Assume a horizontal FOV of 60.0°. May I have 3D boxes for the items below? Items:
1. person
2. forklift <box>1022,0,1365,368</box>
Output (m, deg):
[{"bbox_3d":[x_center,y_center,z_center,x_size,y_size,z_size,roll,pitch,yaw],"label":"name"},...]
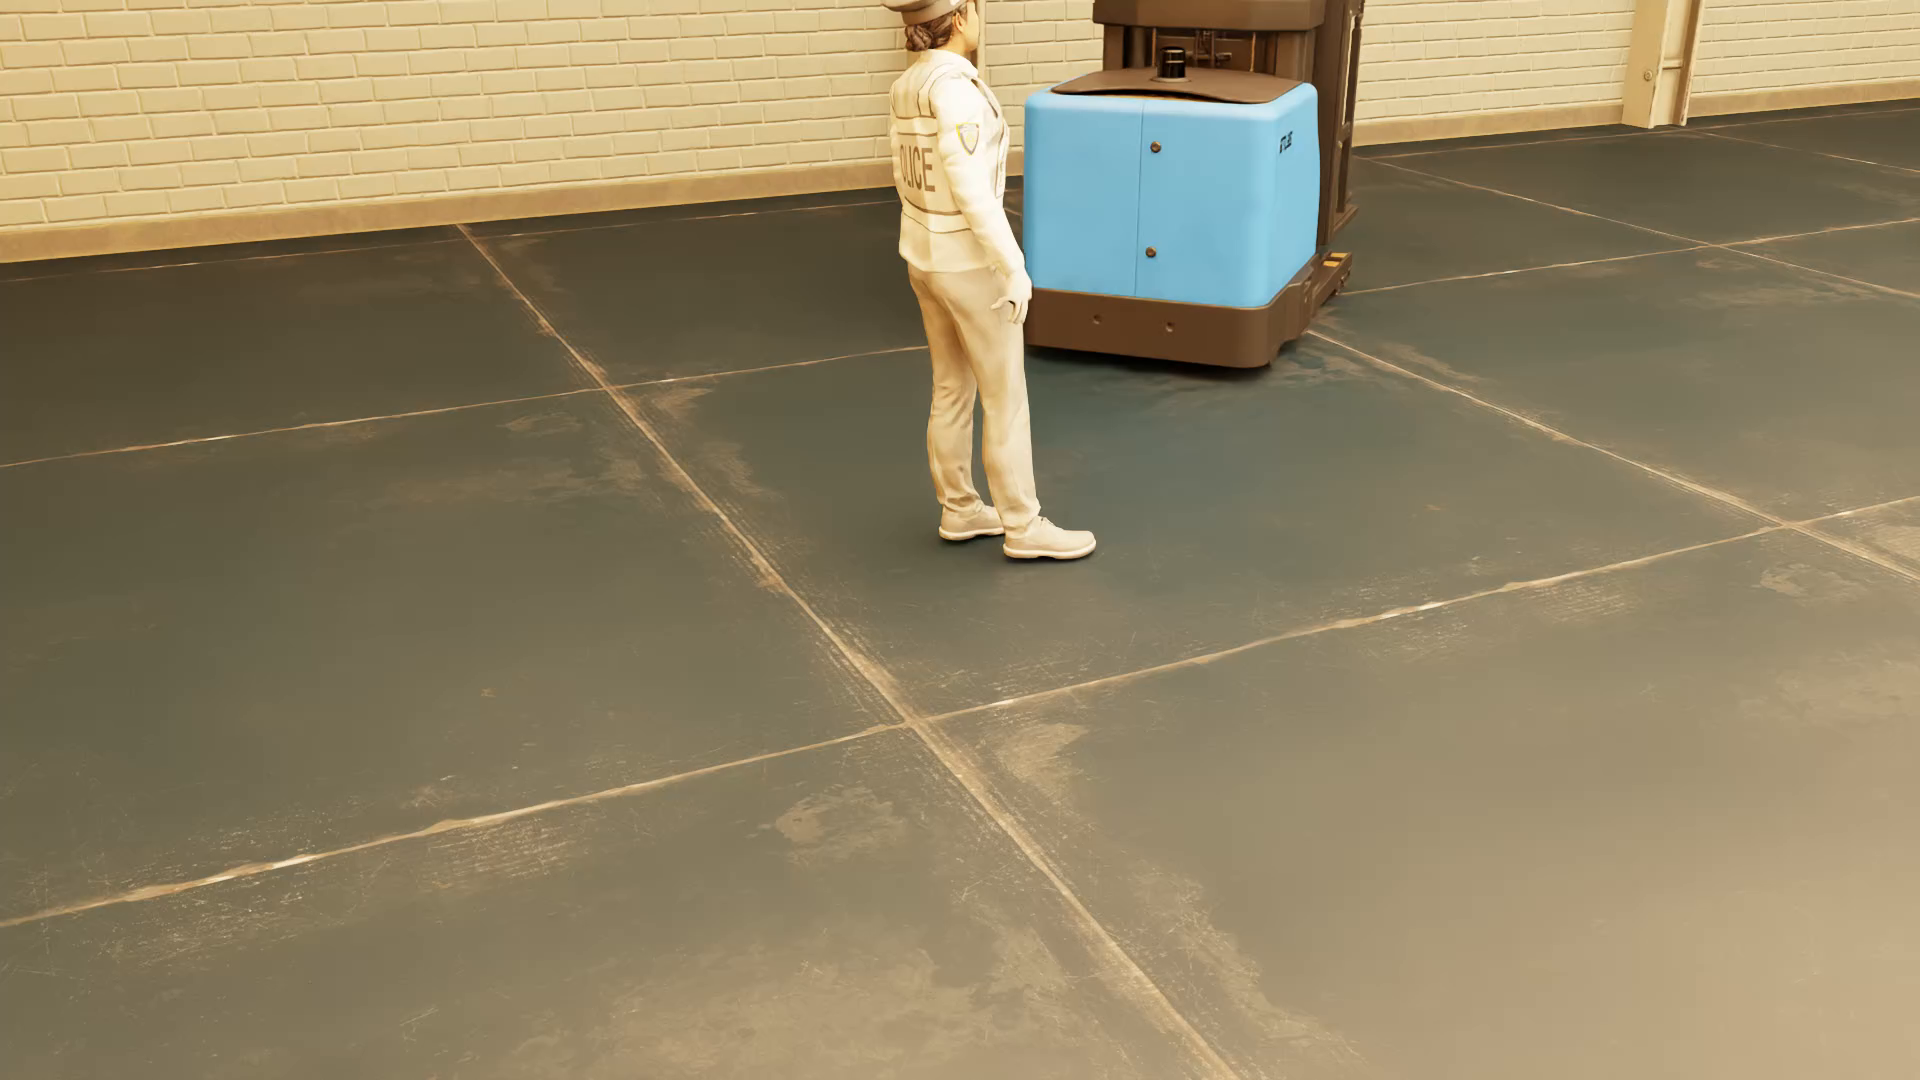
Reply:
[{"bbox_3d":[0.066,-0.798,4.800,0.530,1.694,0.586,-10,25,-23],"label":"person"},{"bbox_3d":[1.264,-2.565,7.461,1.130,2.935,3.031,9,24,20],"label":"forklift"}]
